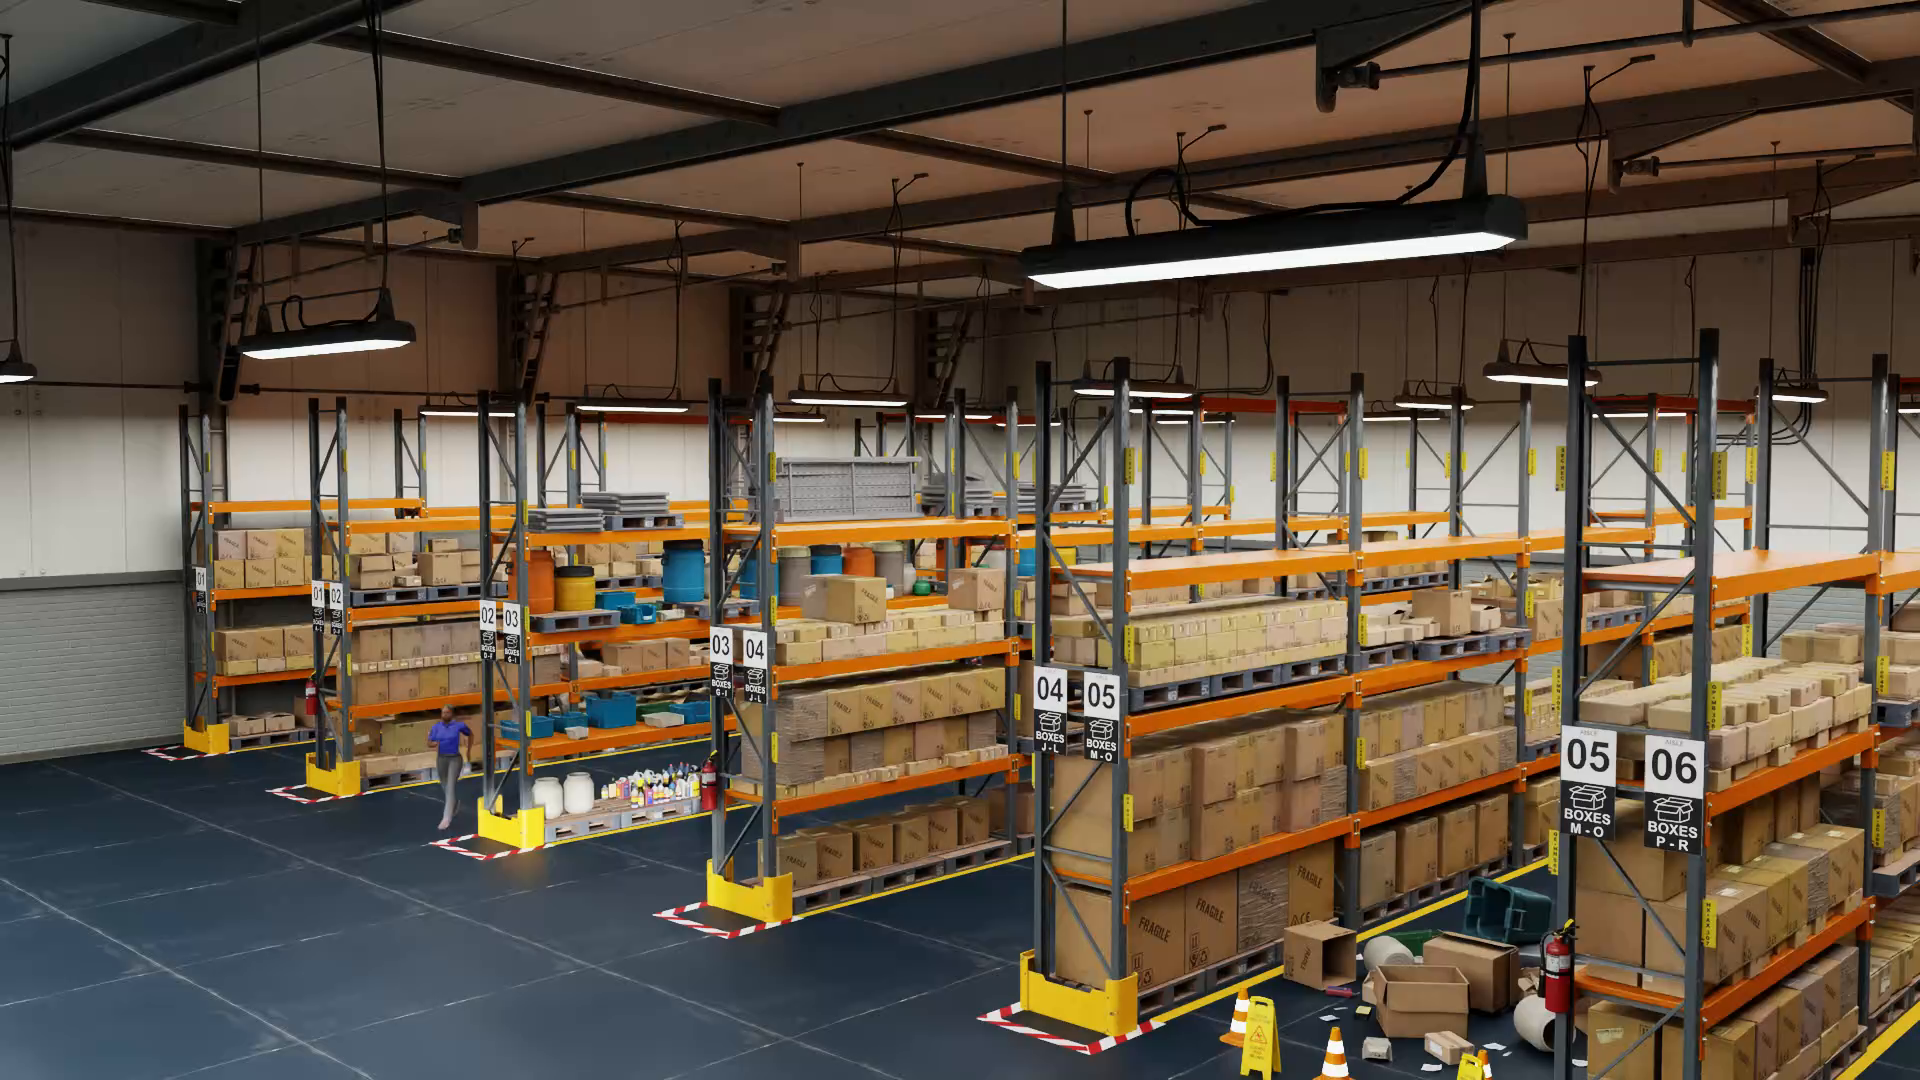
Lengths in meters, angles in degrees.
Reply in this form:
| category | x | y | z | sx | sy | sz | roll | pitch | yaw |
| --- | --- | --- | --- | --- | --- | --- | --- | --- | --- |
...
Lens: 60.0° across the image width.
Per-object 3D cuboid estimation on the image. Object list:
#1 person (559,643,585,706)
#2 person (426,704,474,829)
| category | x | y | z | sx | sy | sz | roll | pitch | yaw |
| --- | --- | --- | --- | --- | --- | --- | --- | --- | --- |
| person | -7.359 | 2.654 | 31.118 | 0.636 | 1.751 | 0.615 | 2 | 4 | 32 |
| person | -7.085 | 3.105 | 23.094 | 0.566 | 1.642 | 0.929 | 0 | 3 | 2 |
